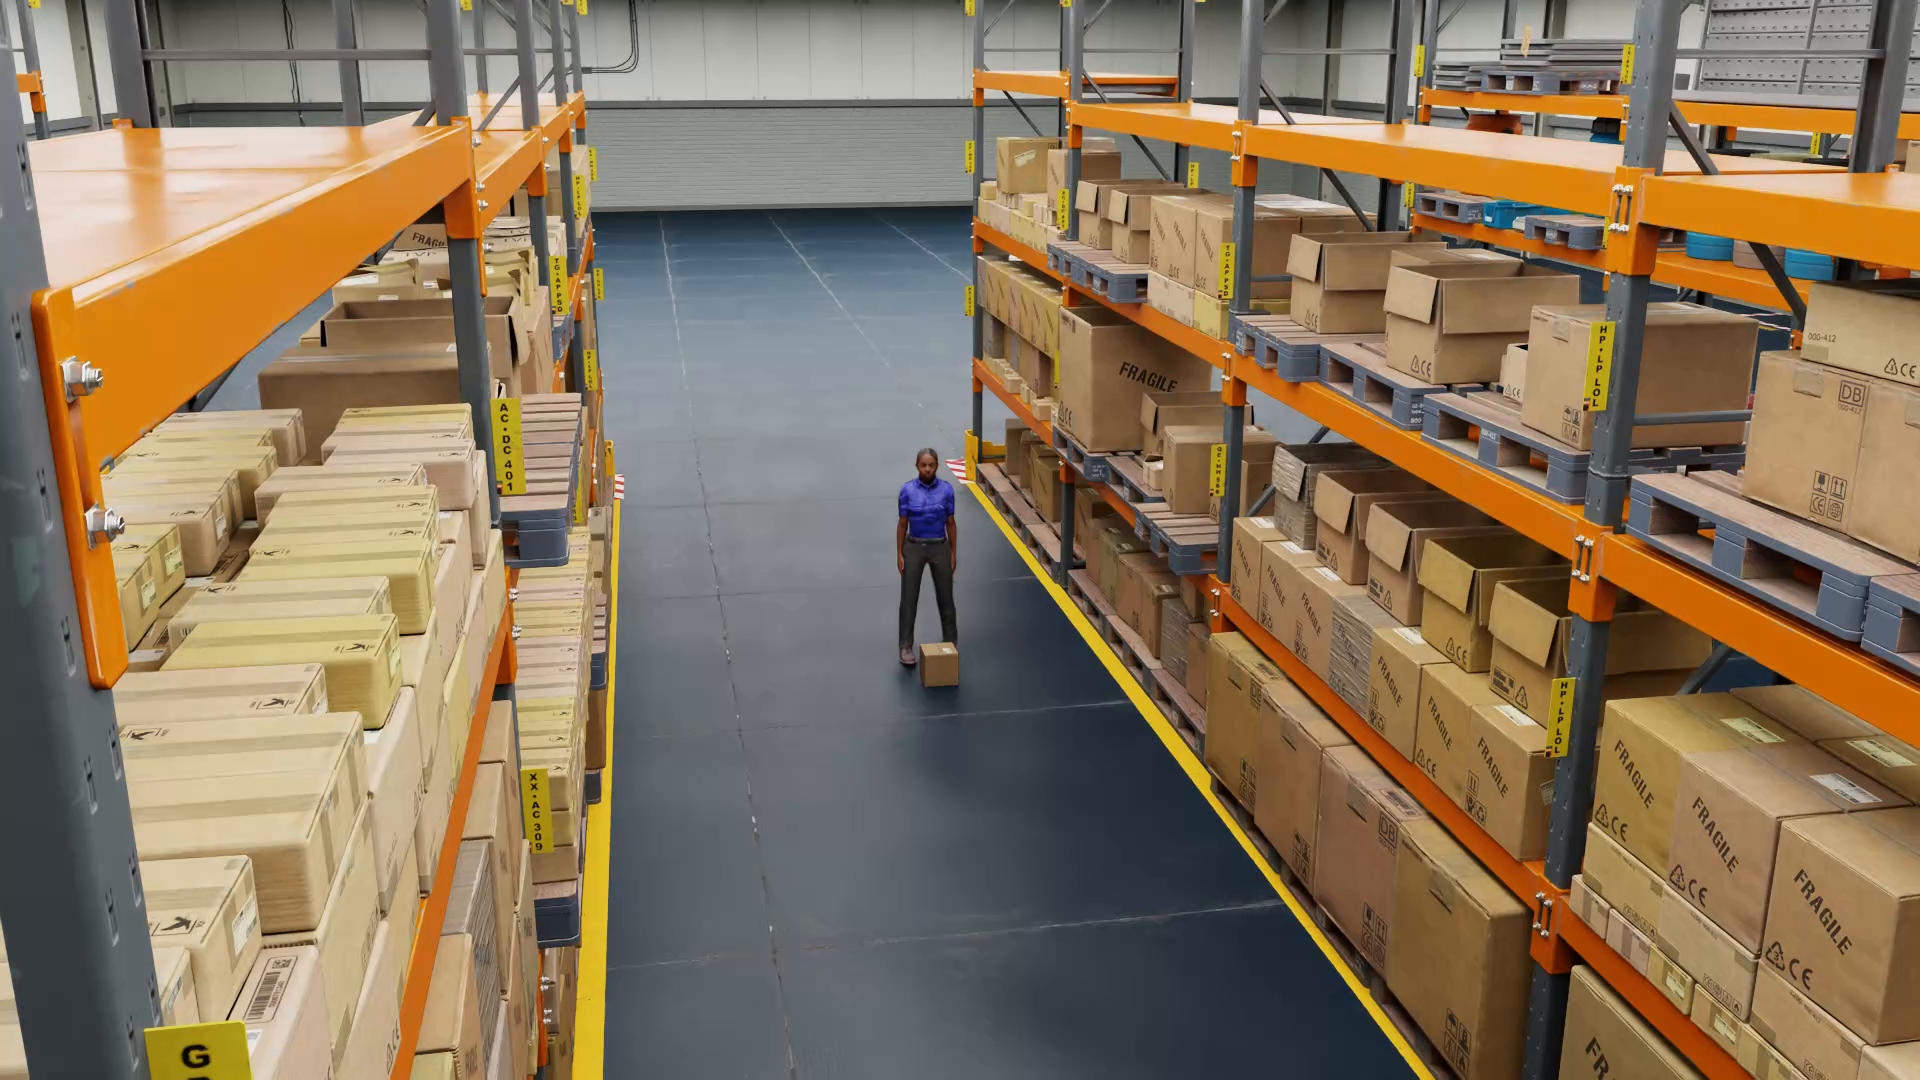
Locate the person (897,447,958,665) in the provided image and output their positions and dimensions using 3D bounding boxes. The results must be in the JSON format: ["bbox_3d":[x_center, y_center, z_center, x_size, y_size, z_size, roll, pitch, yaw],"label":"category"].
[{"bbox_3d":[-0.244,0.118,12.631,0.468,1.656,0.362,-1,17,-4],"label":"person"}]
